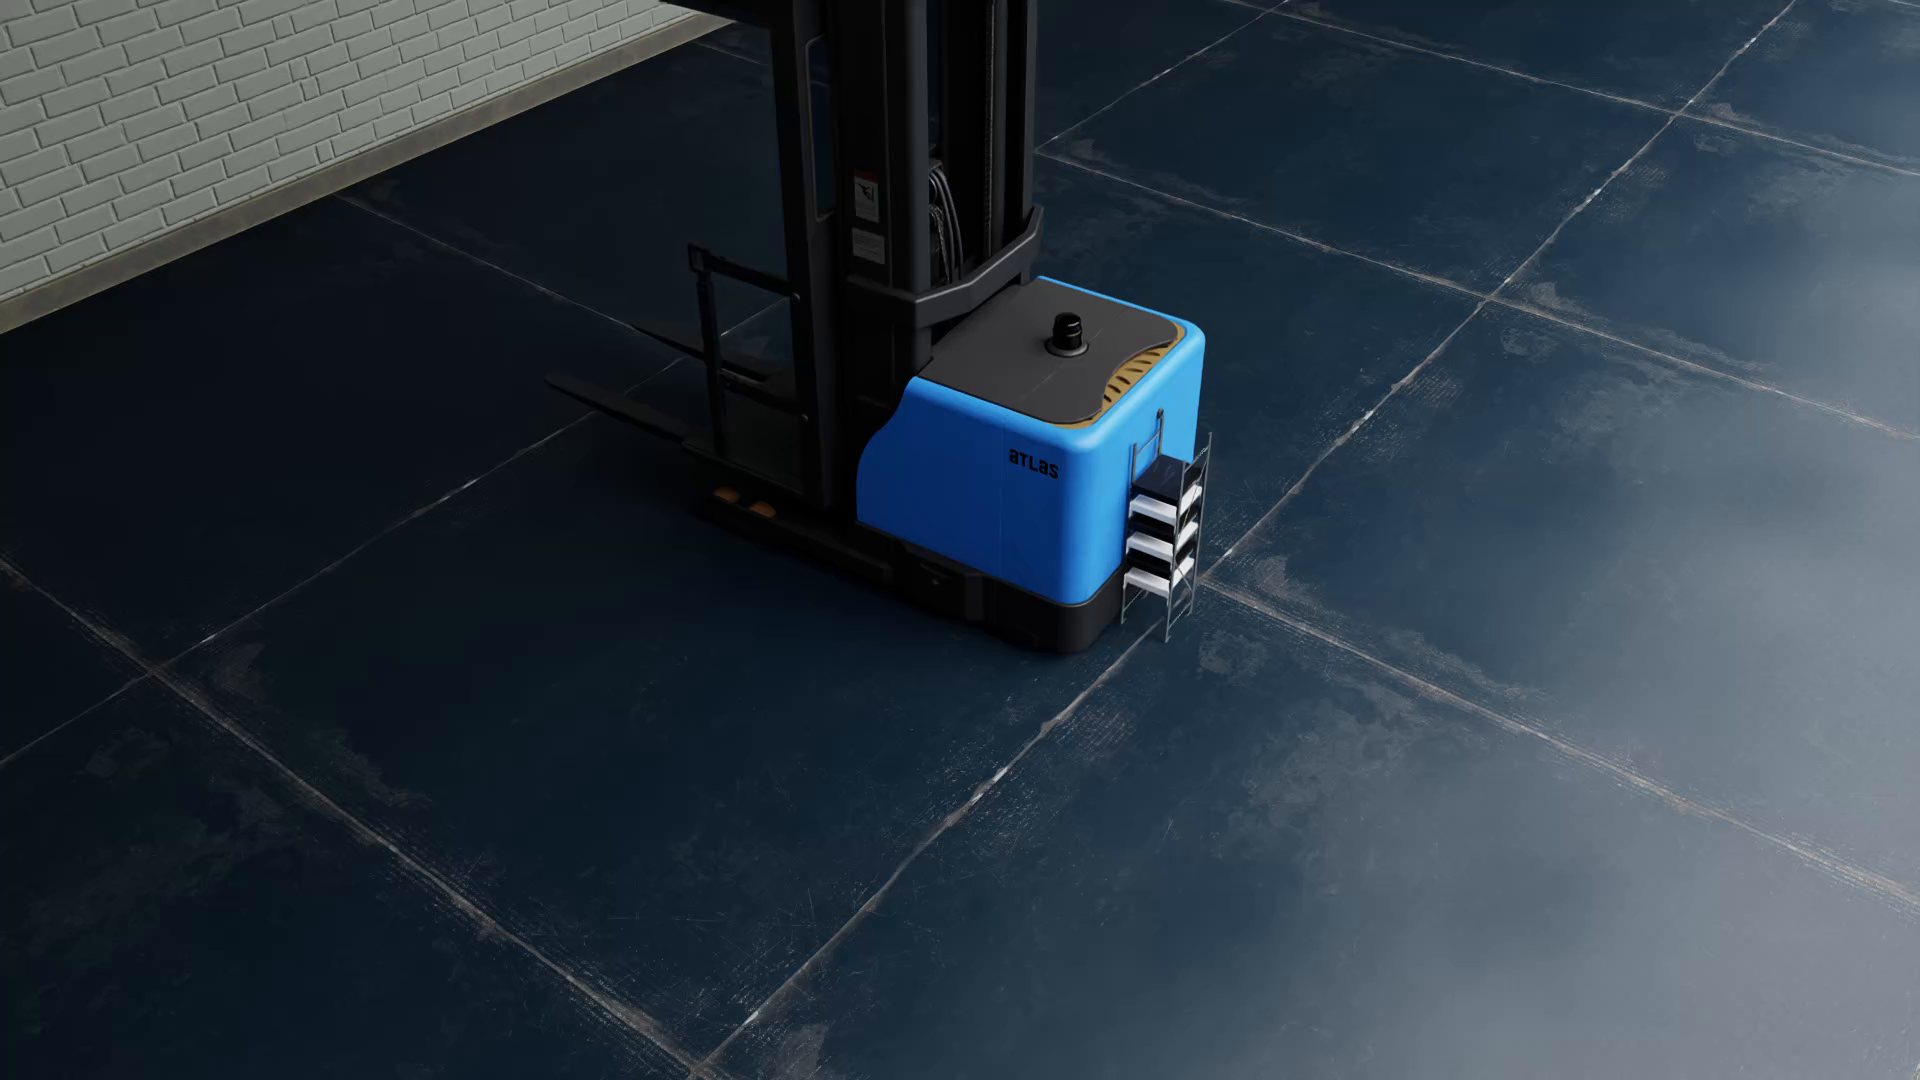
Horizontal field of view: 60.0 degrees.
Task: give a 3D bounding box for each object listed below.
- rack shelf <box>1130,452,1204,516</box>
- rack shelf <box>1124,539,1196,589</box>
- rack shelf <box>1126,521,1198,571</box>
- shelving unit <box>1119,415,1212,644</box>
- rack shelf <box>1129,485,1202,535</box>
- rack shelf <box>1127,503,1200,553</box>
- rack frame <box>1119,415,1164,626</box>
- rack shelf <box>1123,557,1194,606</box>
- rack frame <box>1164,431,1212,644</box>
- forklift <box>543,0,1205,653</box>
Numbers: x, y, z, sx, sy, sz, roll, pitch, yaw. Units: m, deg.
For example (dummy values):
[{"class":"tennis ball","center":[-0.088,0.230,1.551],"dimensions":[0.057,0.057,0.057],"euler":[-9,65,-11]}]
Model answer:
[{"class":"rack shelf","center":[0.805,-0.219,6.415],"dimensions":[0.200,0.077,0.258],"euler":[22,43,25]},{"class":"rack shelf","center":[0.805,0.065,6.637],"dimensions":[0.200,0.077,0.258],"euler":[22,43,25]},{"class":"rack shelf","center":[0.805,-0.006,6.582],"dimensions":[0.200,0.077,0.258],"euler":[22,43,25]},{"class":"shelving unit","center":[0.805,-0.032,6.561],"dimensions":[0.210,0.900,0.258],"euler":[22,43,25]},{"class":"rack shelf","center":[0.805,-0.148,6.471],"dimensions":[0.200,0.077,0.258],"euler":[22,43,25]},{"class":"rack shelf","center":[0.805,-0.077,6.526],"dimensions":[0.200,0.077,0.258],"euler":[22,43,25]},{"class":"rack frame","center":[0.720,-0.066,6.605],"dimensions":[0.006,0.900,0.240],"euler":[22,43,25]},{"class":"rack shelf","center":[0.805,0.136,6.693],"dimensions":[0.200,0.077,0.258],"euler":[22,43,25]},{"class":"rack frame","center":[0.890,0.002,6.518],"dimensions":[0.006,0.900,0.240],"euler":[22,43,25]},{"class":"forklift","center":[-0.525,-1.407,6.669],"dimensions":[3.031,2.935,1.130],"euler":[22,43,25]}]
